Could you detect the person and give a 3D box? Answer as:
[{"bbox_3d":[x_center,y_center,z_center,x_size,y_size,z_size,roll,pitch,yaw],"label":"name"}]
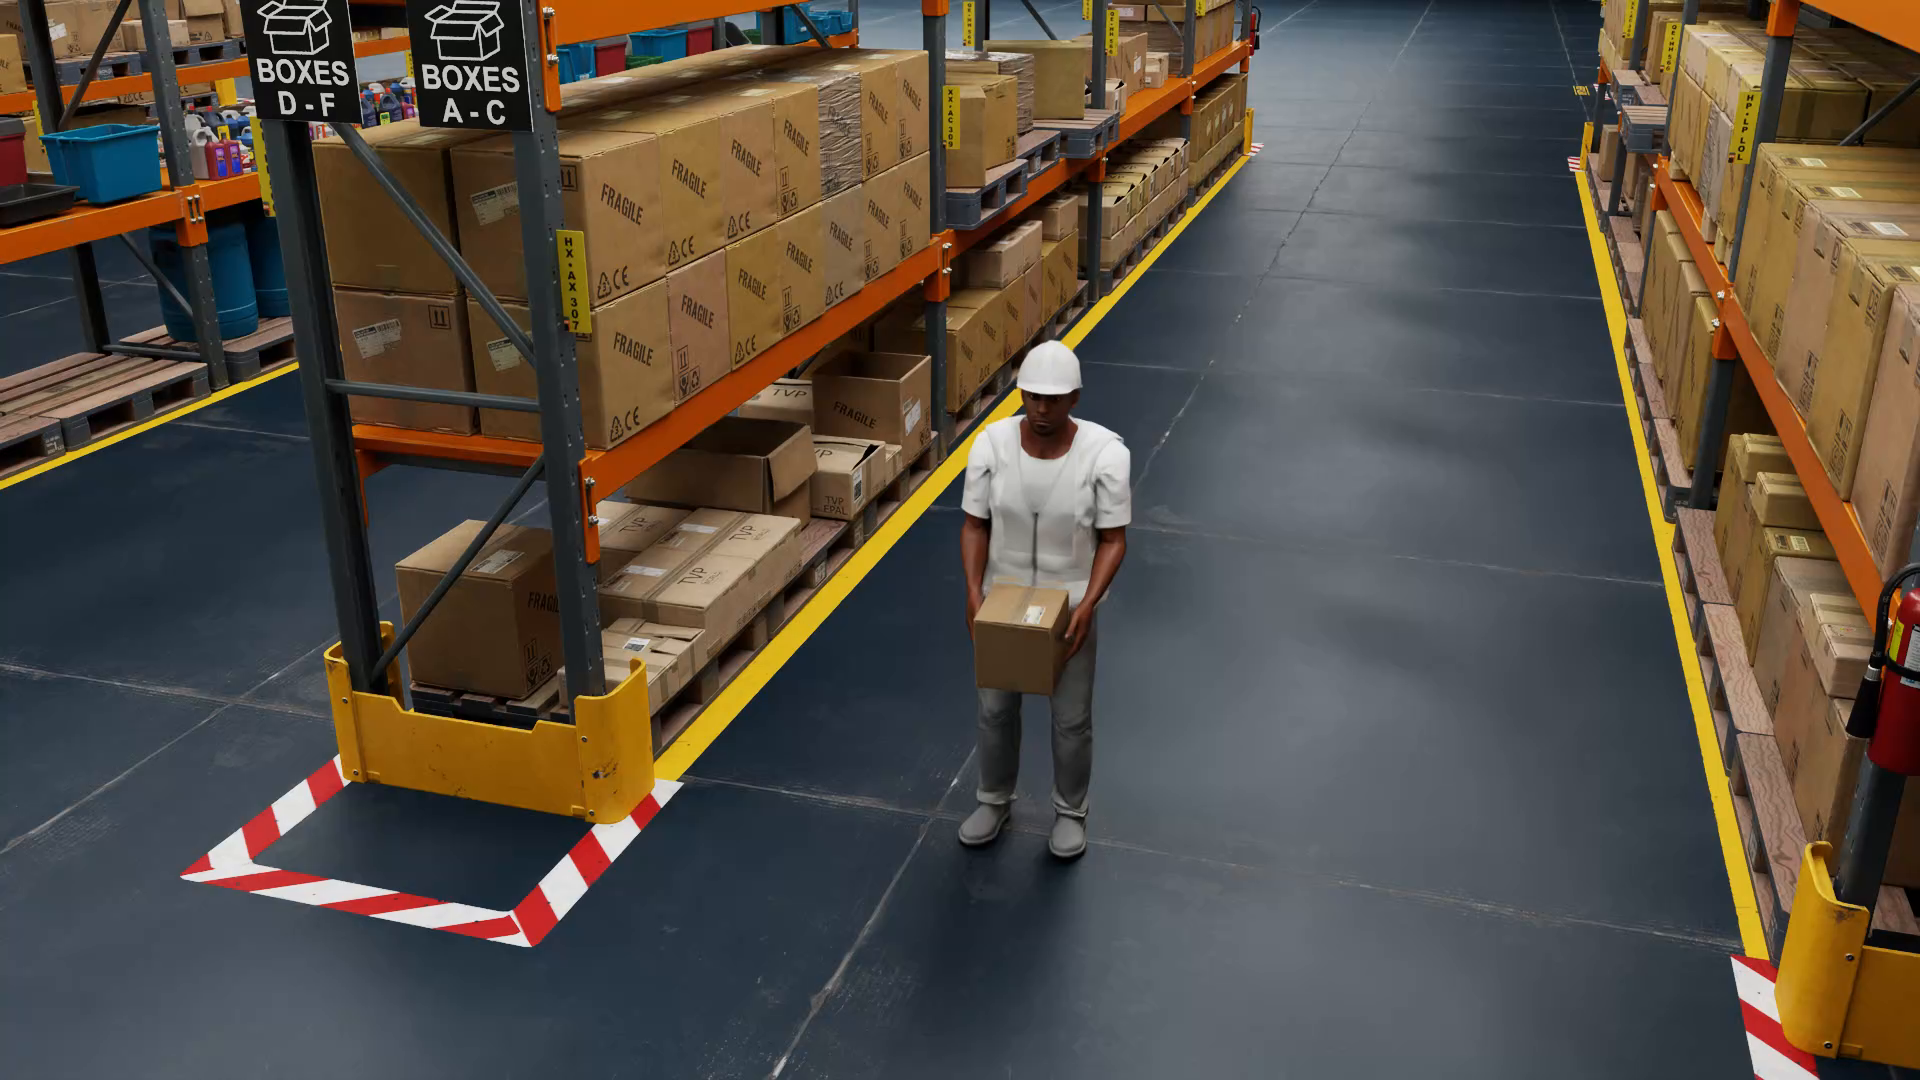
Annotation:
[{"bbox_3d":[0.262,0.220,5.506,0.566,1.768,0.496,6,23,15],"label":"person"}]
